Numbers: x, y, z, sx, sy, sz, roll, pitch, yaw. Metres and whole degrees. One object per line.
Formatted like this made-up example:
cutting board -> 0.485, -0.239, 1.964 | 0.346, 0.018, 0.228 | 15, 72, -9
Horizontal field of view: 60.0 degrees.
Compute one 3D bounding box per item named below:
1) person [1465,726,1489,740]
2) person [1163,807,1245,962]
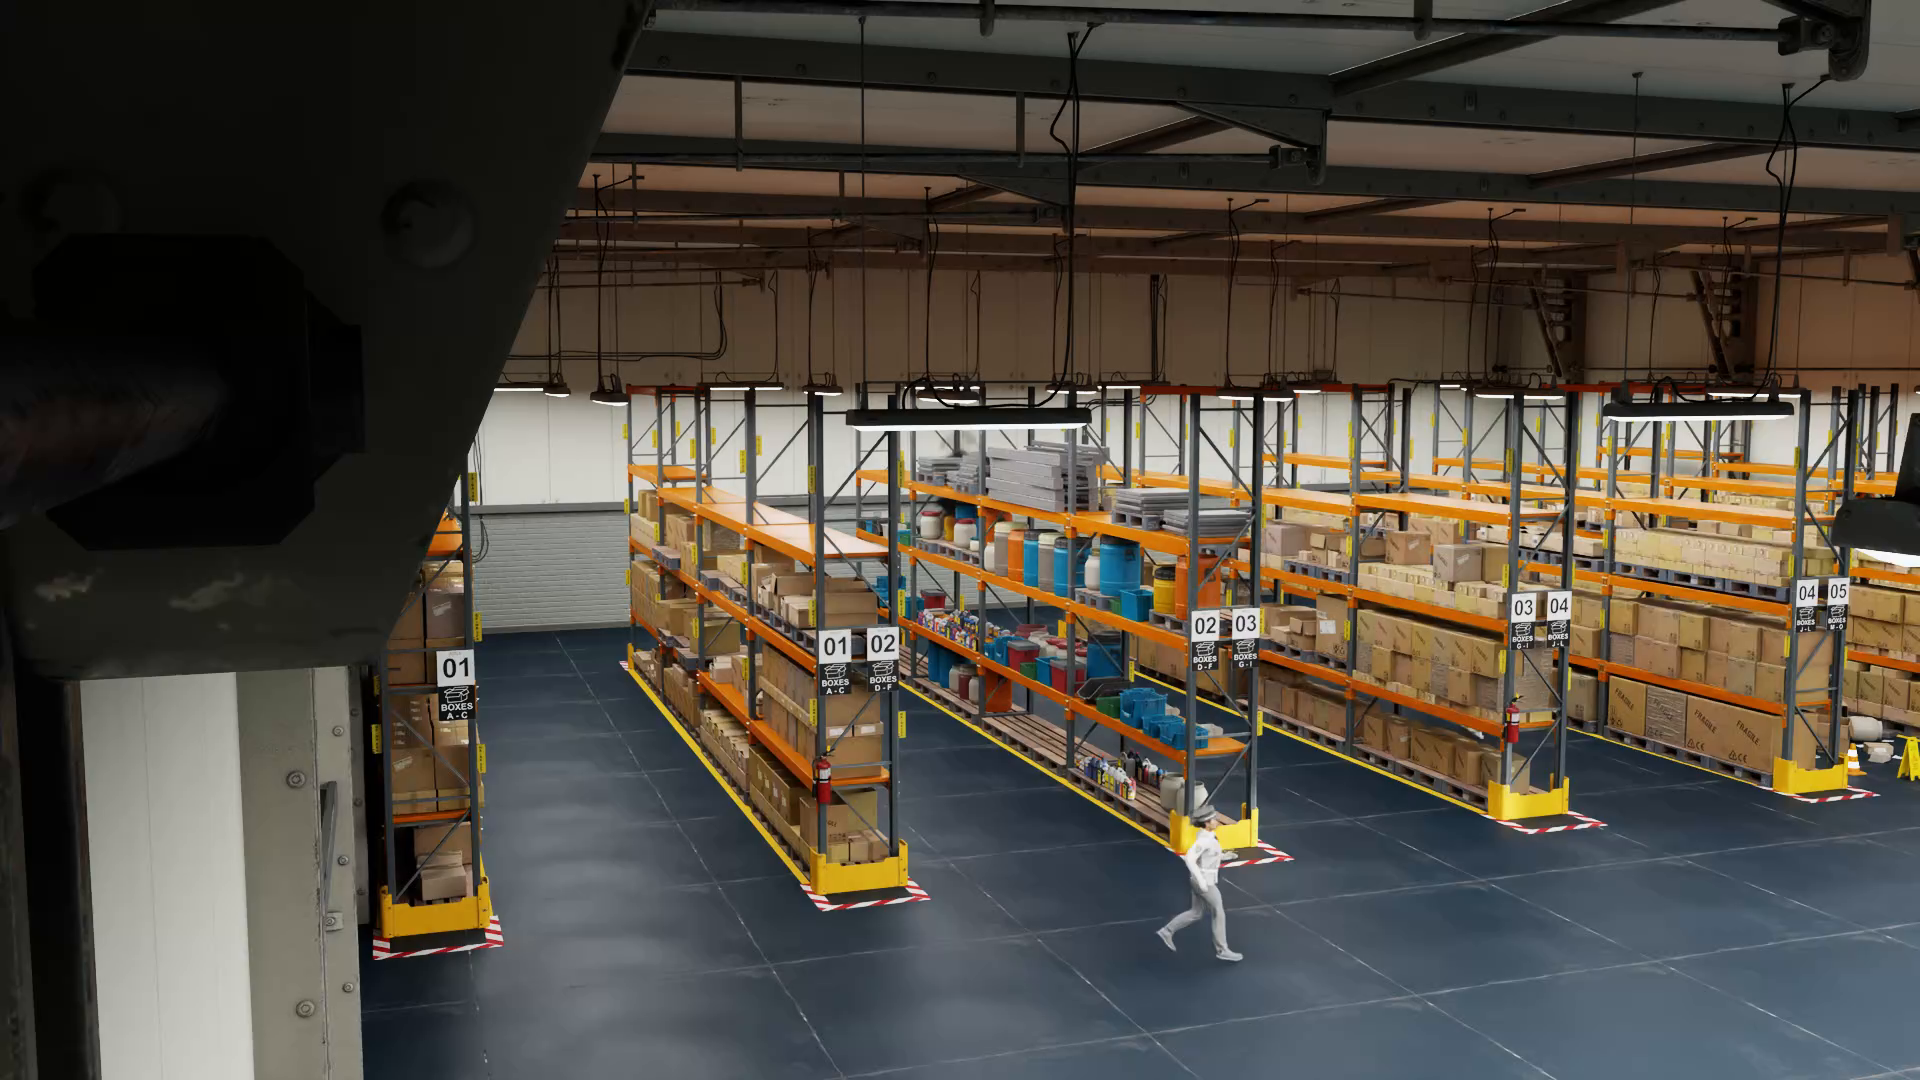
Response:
person -> 8.984, 2.555, 28.619 | 0.544, 1.722, 0.749 | -4, 7, -32
person -> 2.610, 3.655, 17.698 | 0.872, 1.674, 0.614 | 0, 6, 2
